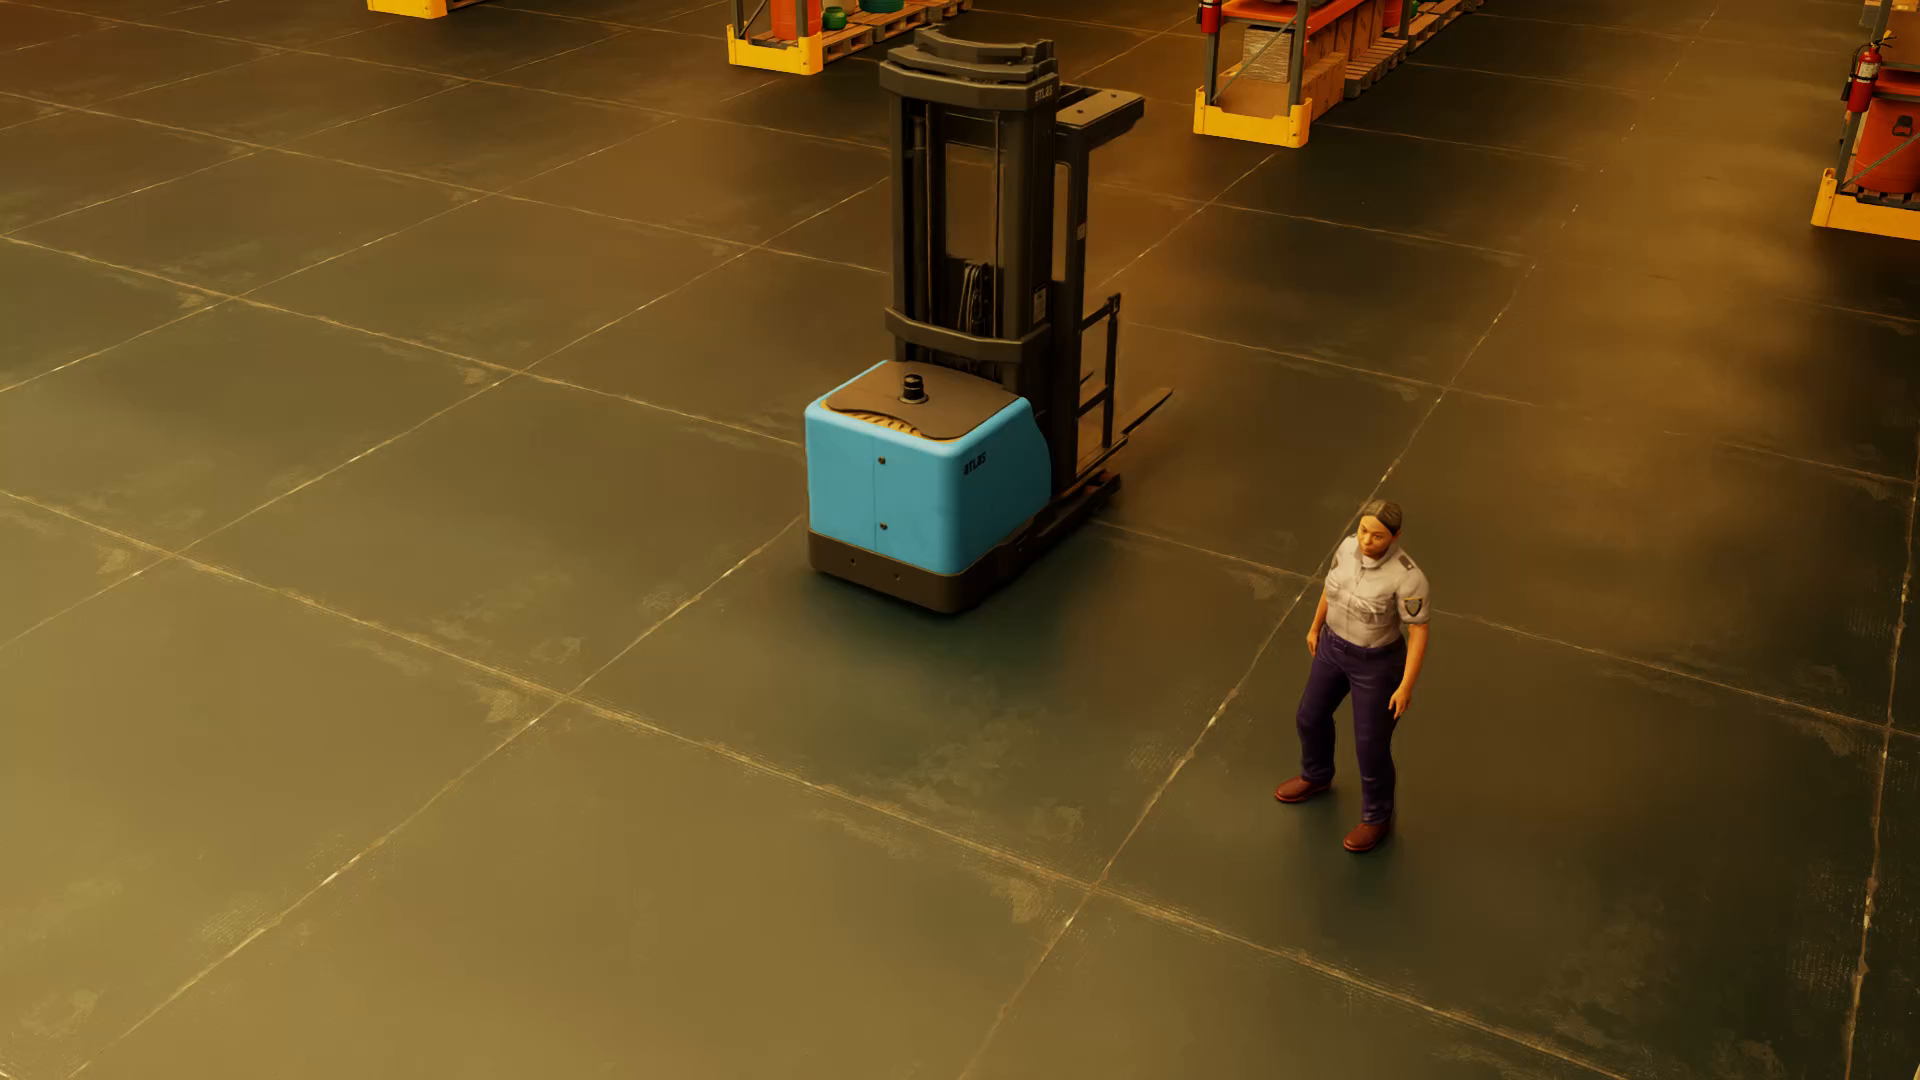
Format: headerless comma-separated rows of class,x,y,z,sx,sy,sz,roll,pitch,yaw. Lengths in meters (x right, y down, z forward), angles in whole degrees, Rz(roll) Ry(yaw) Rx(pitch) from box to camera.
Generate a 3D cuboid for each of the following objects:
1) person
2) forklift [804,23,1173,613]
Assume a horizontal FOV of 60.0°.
person,1.773,0.550,7.409,0.394,1.644,0.636,-20,36,-31
forklift,0.349,-1.560,9.774,1.130,2.935,3.031,18,35,28
